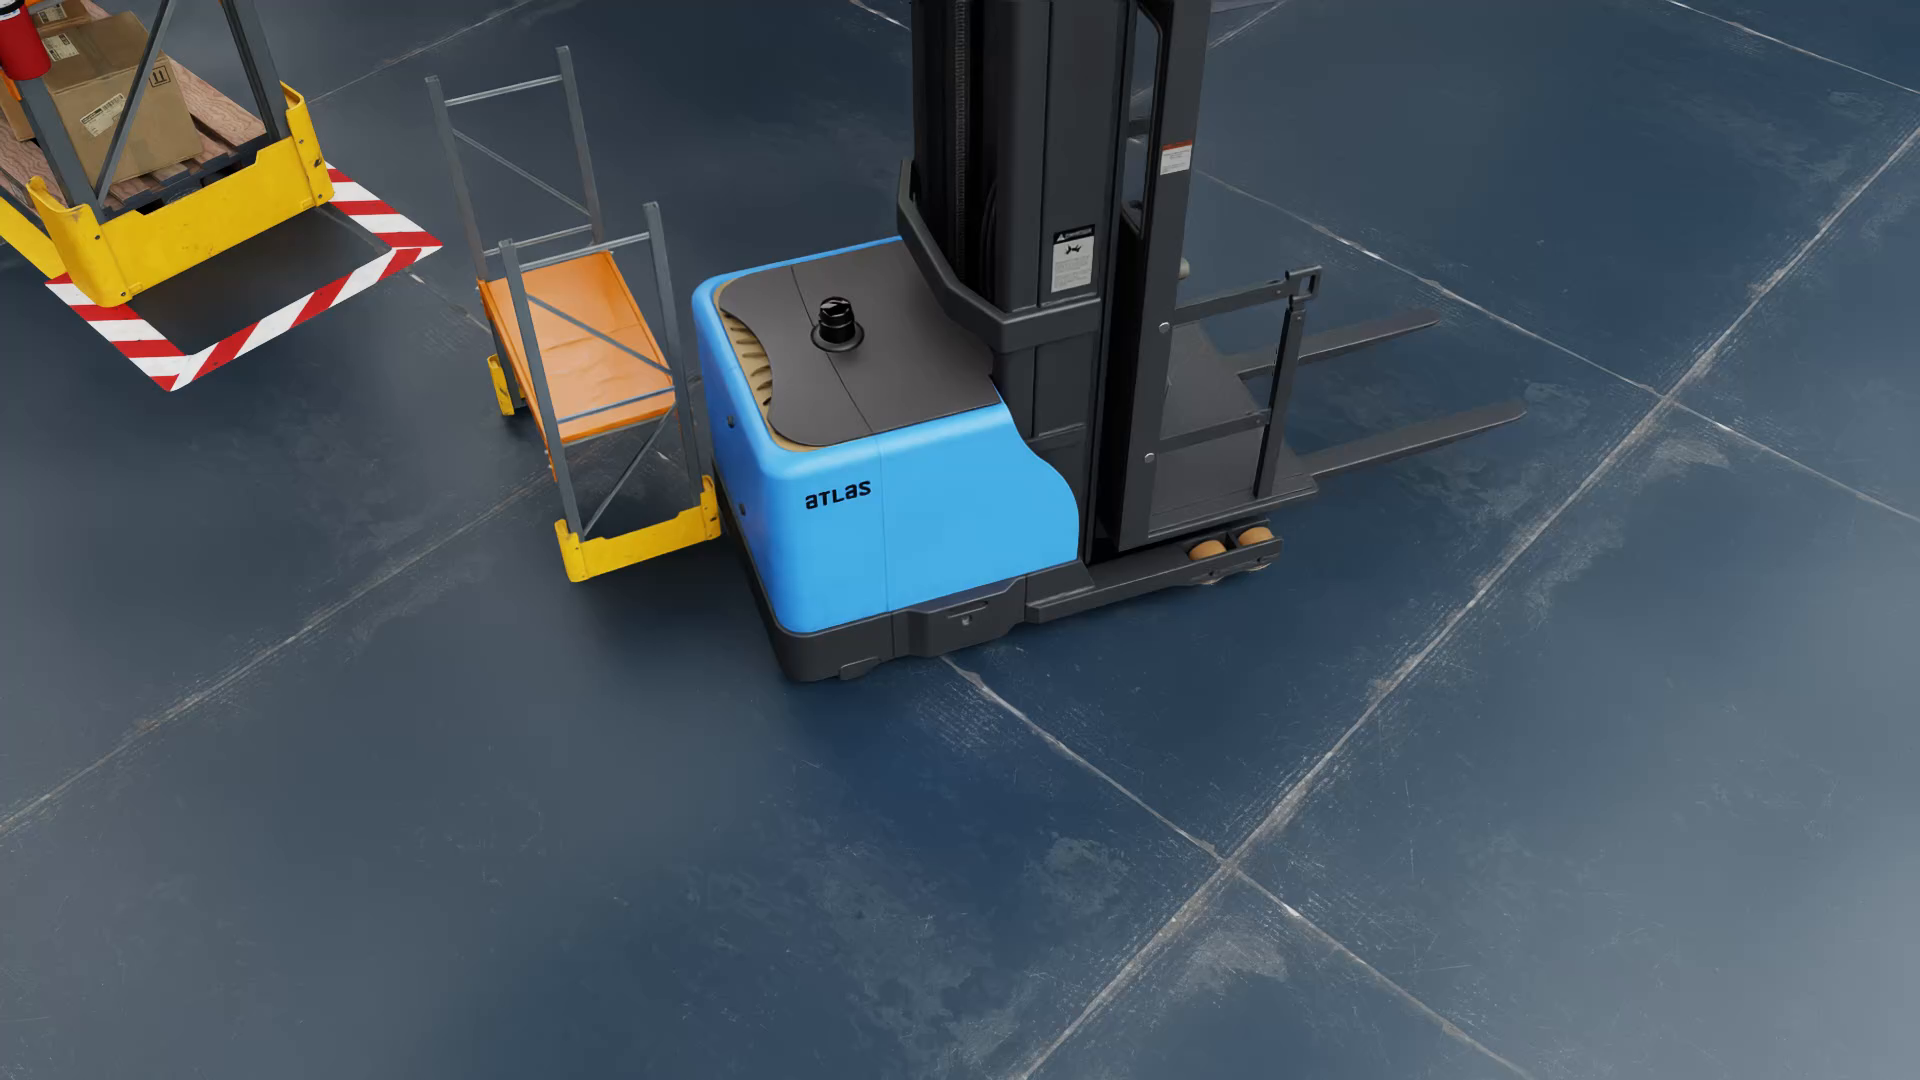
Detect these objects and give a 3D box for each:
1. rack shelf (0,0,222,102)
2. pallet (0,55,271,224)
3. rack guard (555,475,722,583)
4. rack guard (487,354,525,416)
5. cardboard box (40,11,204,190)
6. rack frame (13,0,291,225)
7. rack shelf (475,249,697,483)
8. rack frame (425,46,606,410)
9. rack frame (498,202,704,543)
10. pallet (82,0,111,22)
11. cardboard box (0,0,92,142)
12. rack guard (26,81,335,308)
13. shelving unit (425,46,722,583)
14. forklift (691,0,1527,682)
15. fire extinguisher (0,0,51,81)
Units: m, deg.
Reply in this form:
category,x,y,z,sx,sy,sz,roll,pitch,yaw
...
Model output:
category,x,y,z,sx,sy,sz,roll,pitch,yaw
rack shelf,-4.830,-3.115,7.611,4.000,0.370,1.077,34,55,28
pallet,-3.989,-1.876,7.867,1.213,0.211,1.003,34,55,28
rack guard,-1.176,-0.041,6.117,0.587,0.250,0.087,-19,50,-17
rack guard,-1.593,-0.700,6.736,0.587,0.250,0.087,-19,50,-17
cardboard box,-3.808,-1.978,7.476,0.500,0.500,0.500,-28,53,-24
rack frame,-3.361,-2.372,6.420,0.127,3.000,1.000,34,55,28
rack shelf,-1.381,-0.669,6.096,0.538,0.185,1.000,-19,50,-17
rack frame,-1.594,-1.129,6.281,0.500,1.500,0.032,-19,50,-17
rack frame,-1.168,-0.456,5.649,0.500,1.500,0.032,-19,50,-17
pallet,-4.882,-2.479,8.433,1.213,0.211,1.003,34,55,28
cardboard box,-4.271,-2.255,7.737,0.500,0.500,0.500,-25,52,-21
rack guard,-3.416,-1.554,7.366,0.348,0.500,1.175,34,55,28
shelving unit,-1.385,-0.798,5.971,0.587,1.500,1.083,-19,50,-17
forklift,0.652,-1.188,5.355,3.031,2.935,1.130,-15,49,-14
fire extinguisher,-3.589,-2.042,6.163,0.183,0.674,0.296,34,55,28
